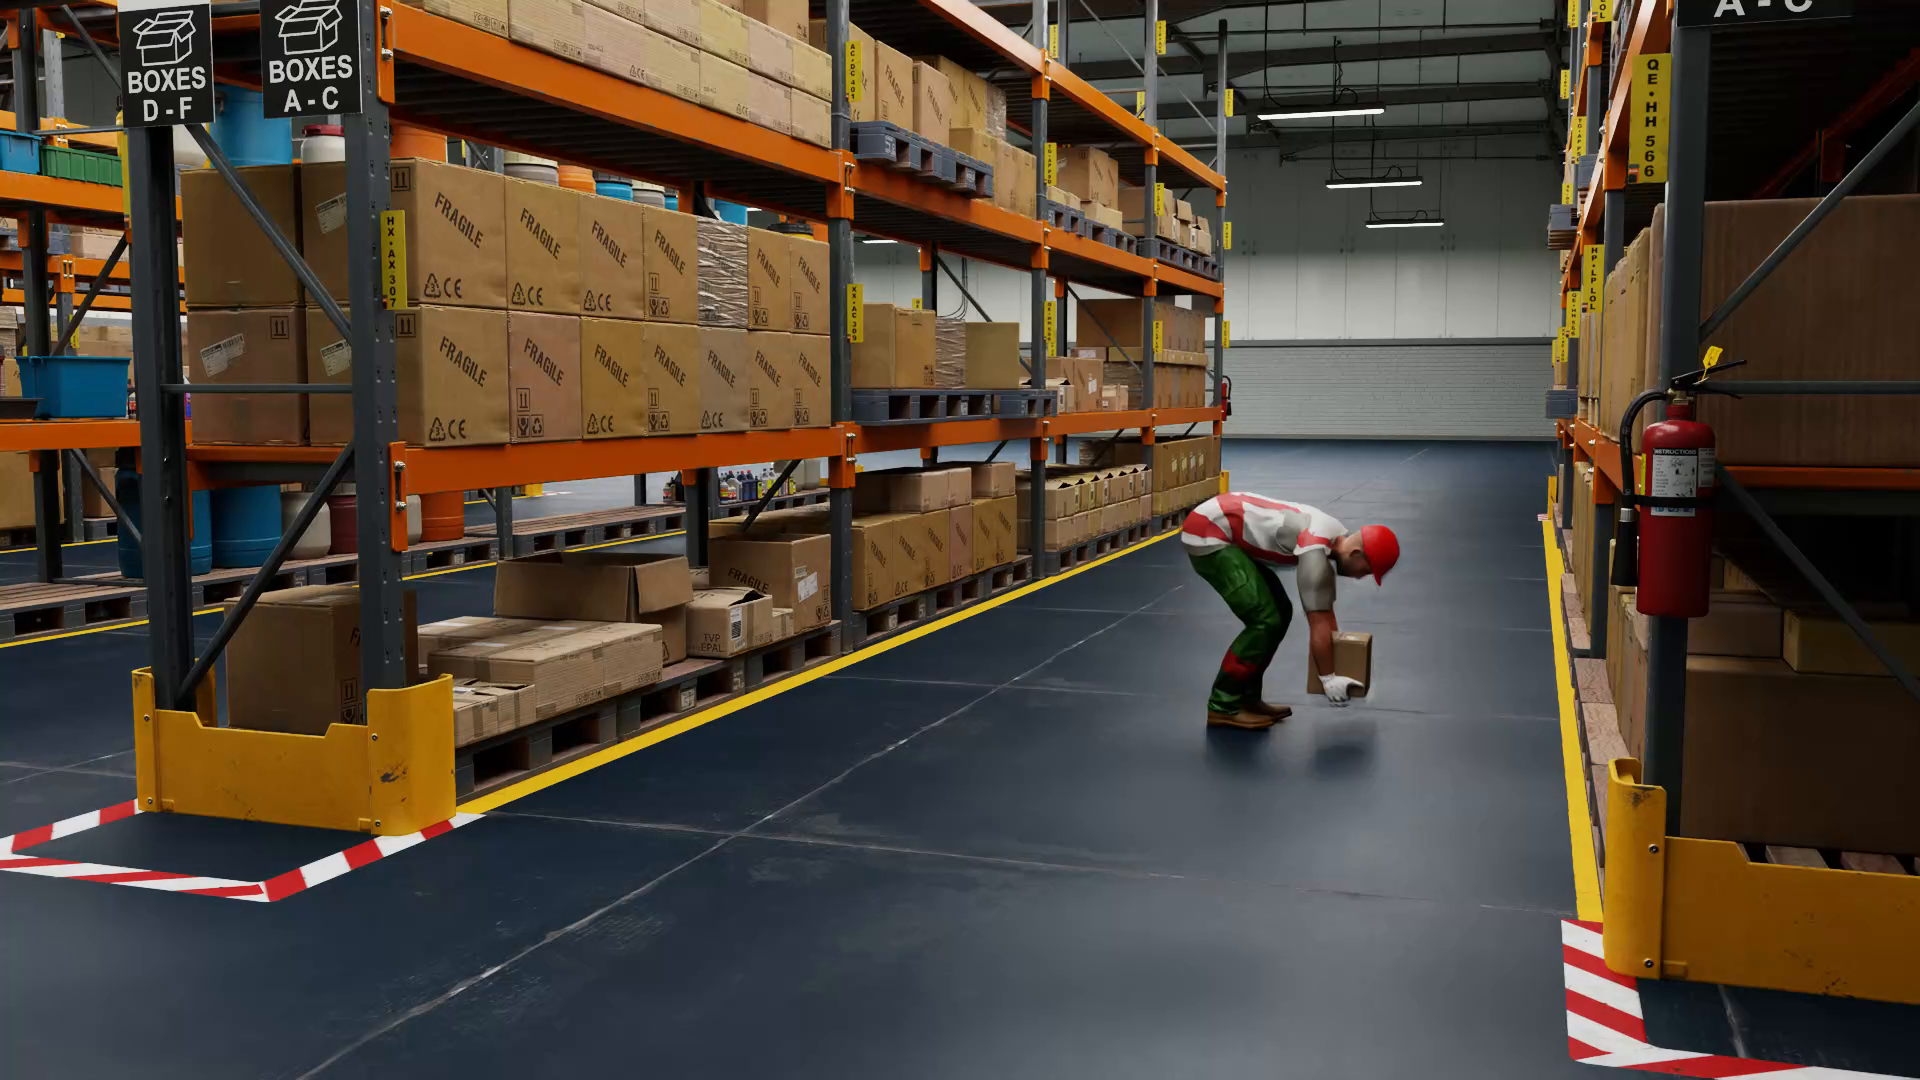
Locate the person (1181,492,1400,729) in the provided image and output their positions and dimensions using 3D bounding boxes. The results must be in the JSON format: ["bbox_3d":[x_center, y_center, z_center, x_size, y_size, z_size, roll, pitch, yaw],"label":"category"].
[{"bbox_3d":[1.469,0.310,7.455,0.959,1.049,0.509,1,5,16],"label":"person"}]
